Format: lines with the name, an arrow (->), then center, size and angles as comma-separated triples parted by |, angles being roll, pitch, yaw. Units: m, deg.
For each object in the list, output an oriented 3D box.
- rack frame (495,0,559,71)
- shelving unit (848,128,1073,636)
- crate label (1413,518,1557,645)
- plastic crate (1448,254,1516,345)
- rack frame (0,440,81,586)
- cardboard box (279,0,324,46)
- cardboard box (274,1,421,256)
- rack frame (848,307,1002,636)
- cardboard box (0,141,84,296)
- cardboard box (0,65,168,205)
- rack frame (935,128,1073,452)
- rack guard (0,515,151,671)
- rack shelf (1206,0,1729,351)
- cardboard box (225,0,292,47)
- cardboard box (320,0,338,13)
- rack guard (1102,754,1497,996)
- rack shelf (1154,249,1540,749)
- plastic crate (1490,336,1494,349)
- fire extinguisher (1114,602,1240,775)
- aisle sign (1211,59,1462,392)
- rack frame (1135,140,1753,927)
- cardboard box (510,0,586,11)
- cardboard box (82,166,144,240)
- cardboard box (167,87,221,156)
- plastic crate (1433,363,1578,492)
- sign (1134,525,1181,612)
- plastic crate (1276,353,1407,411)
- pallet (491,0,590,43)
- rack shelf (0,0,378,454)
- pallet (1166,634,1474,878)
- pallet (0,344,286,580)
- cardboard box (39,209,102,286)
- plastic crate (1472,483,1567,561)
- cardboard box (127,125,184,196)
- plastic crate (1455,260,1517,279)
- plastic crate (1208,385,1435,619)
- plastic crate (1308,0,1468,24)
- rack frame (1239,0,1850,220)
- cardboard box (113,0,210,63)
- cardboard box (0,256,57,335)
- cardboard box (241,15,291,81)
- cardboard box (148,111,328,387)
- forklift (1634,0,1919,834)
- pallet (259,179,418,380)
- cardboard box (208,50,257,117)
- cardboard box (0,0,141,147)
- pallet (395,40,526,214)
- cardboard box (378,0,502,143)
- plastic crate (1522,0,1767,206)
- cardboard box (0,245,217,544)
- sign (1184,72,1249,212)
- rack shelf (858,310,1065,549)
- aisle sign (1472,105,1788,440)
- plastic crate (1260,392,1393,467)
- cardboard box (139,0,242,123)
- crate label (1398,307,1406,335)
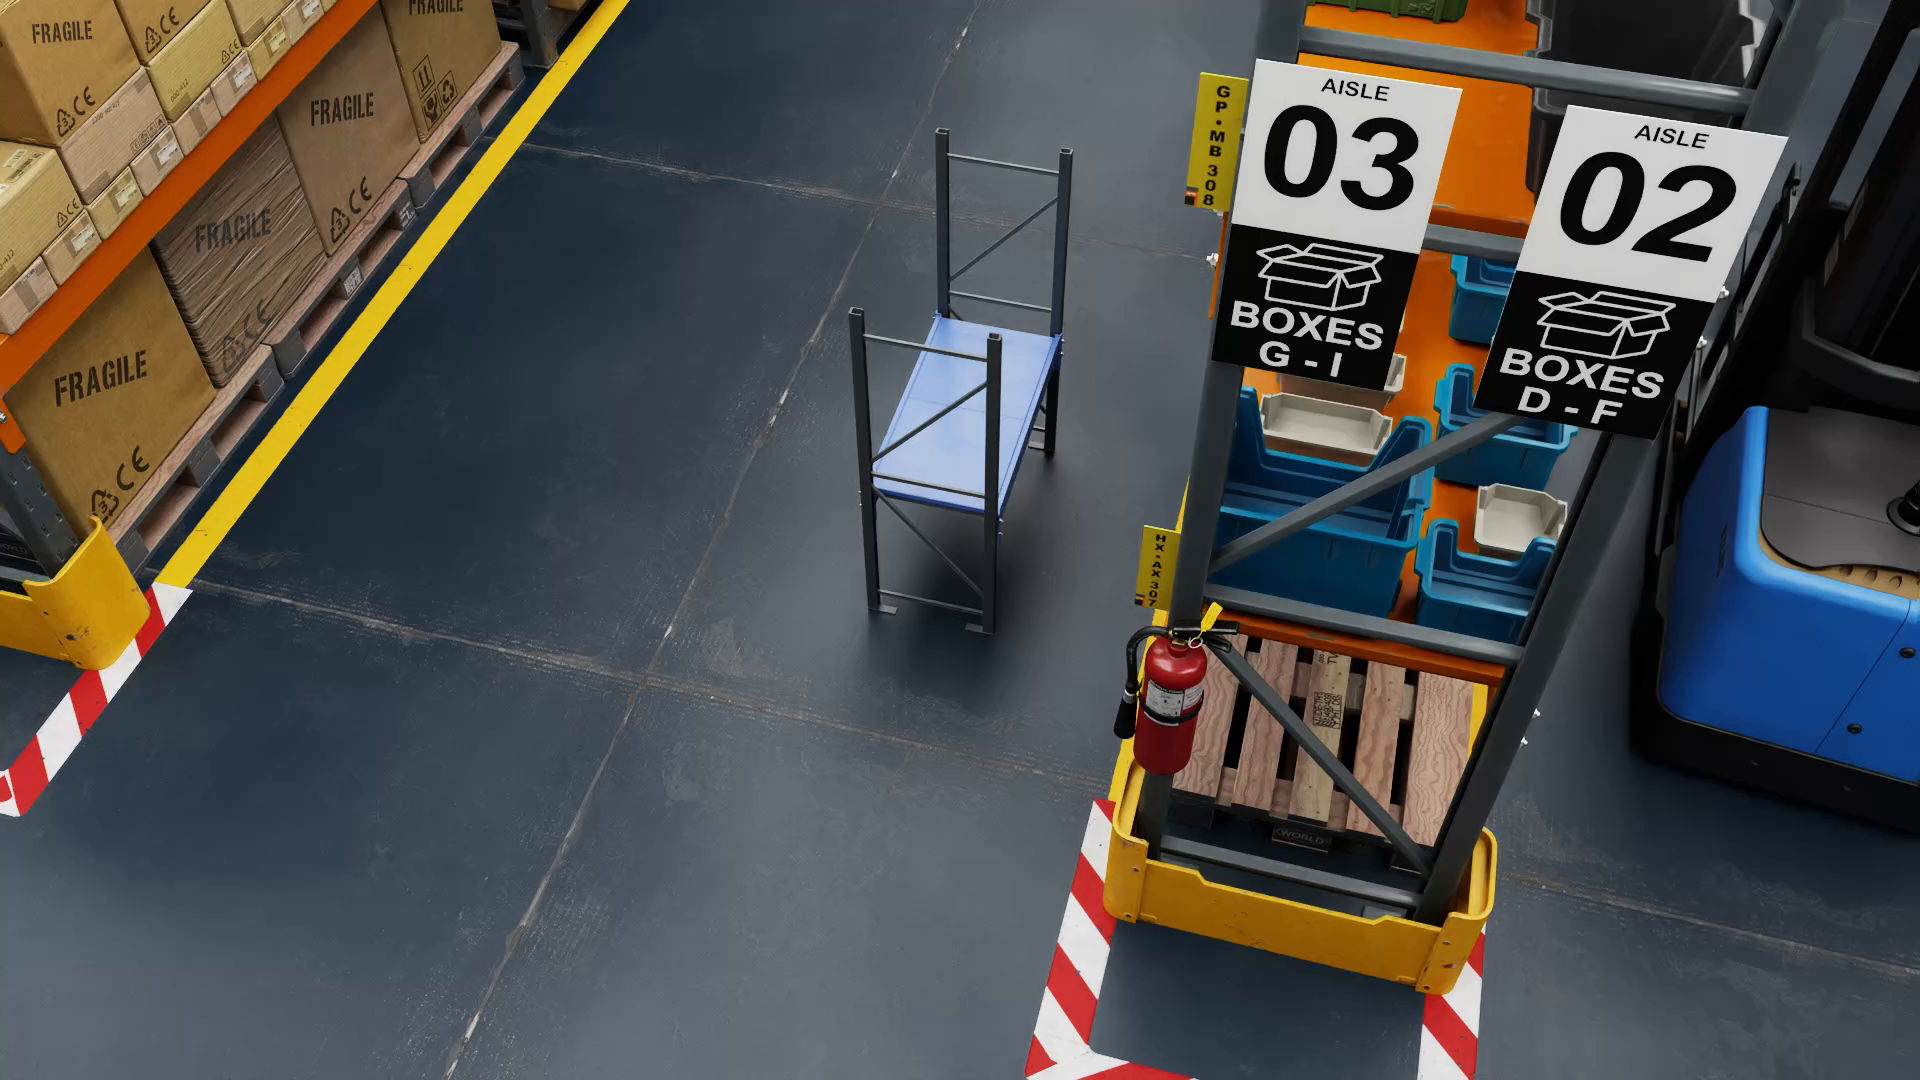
rack frame -> -2.657, -3.640, 7.881 | 1.000, 3.000, 0.127 | 12, 50, 10
shelving unit -> 0.022, -0.558, 6.161 | 0.538, 1.500, 1.048 | 12, 50, 10
crate label -> 1.451, 0.152, 4.605 | 0.416, 0.233, 0.303 | 12, 50, 10
plastic crate -> 1.797, -0.800, 5.446 | 0.416, 0.233, 0.300 | 12, 50, 10
rack frame -> -3.710, -0.747, 5.327 | 1.000, 3.000, 0.127 | 12, 50, 10
cardboard box -> -2.828, -2.158, 6.741 | 0.380, 0.149, 0.250 | 12, 50, 11
cardboard box -> -3.145, -1.963, 7.538 | 0.875, 0.875, 0.875 | 12, 50, 10
rack frame -> -0.111, -0.190, 5.836 | 0.500, 1.500, 0.032 | 12, 50, 10
cardboard box -> -3.323, -1.090, 5.531 | 0.500, 0.250, 0.500 | 10, 49, 9
cardboard box -> -3.193, -1.467, 5.864 | 0.500, 0.250, 0.500 | 11, 49, 10
rack frame -> 0.156, -0.926, 6.486 | 0.500, 1.500, 0.032 | 12, 50, 10
rack guard -> -3.717, 0.098, 6.249 | 1.175, 0.500, 0.348 | 12, 50, 10
rack shelf -> 1.594, -1.971, 4.887 | 1.077, 0.370, 4.000 | 12, 50, 10
cardboard box -> -2.925, -2.208, 6.519 | 0.500, 0.250, 0.500 | 11, 49, 9
cardboard box -> -2.760, -2.342, 6.903 | 0.380, 0.149, 0.250 | 11, 49, 9
rack guard -> 1.074, 1.078, 5.384 | 1.175, 0.500, 0.348 | 12, 50, 10
rack shelf -> 1.594, -0.978, 6.011 | 1.077, 0.370, 4.000 | 12, 50, 10
plastic crate -> 1.793, -0.522, 5.265 | 0.250, 0.136, 0.298 | 12, 50, 10
fire extinguisher -> 0.590, 0.399, 4.616 | 0.296, 0.674, 0.183 | 12, 50, 10
aisle sign -> 0.766, -0.635, 3.495 | 0.394, 0.787, 0.004 | 12, 50, 10
rack frame -> 1.068, 0.231, 4.465 | 1.000, 3.000, 0.127 | 12, 50, 10
cardboard box -> -2.508, -3.543, 8.932 | 1.225, 0.875, 0.875 | 12, 50, 10
cardboard box -> -3.165, -1.227, 5.918 | 0.380, 0.149, 0.250 | 11, 49, 9
cardboard box -> -3.030, -1.599, 6.247 | 0.380, 0.149, 0.250 | 11, 49, 9
plastic crate -> 1.624, -0.324, 5.026 | 0.416, 0.233, 0.300 | 12, 50, 10
sign -> 0.533, 0.080, 4.489 | 0.100, 0.325, 0.005 | 12, 50, 10
plastic crate -> 1.198, -0.534, 5.276 | 0.396, 0.136, 0.243 | 12, 50, 10
pallet -> -2.527, -3.290, 9.432 | 1.003, 0.211, 1.213 | 12, 50, 10
rack shelf -> -3.184, -1.955, 6.874 | 1.077, 0.370, 4.000 | 12, 50, 10
pallet -> 1.323, 0.564, 6.030 | 1.003, 0.211, 1.213 | 12, 50, 10
pallet -> -3.575, -0.418, 6.897 | 1.003, 0.211, 1.213 | 12, 50, 10
cardboard box -> -3.232, -1.041, 5.755 | 0.380, 0.149, 0.250 | 11, 49, 9
plastic crate -> 1.615, -0.031, 4.832 | 0.250, 0.136, 0.298 | 12, 50, 10
cardboard box -> -3.098, -1.415, 6.085 | 0.380, 0.149, 0.250 | 11, 49, 9
plastic crate -> 1.876, -1.017, 5.637 | 0.416, 0.233, 0.300 | 12, 50, 10
plastic crate -> 0.976, -0.080, 4.675 | 0.616, 0.435, 0.499 | 12, 50, 10
plastic crate -> 1.052, -1.462, 4.099 | 0.450, 0.188, 0.336 | 12, 50, 10
rack frame -> 1.068, -1.755, 2.215 | 1.000, 3.000, 0.127 | 12, 50, 10
cardboard box -> -3.061, -2.075, 5.901 | 0.500, 0.500, 0.500 | 10, 49, 9
cardboard box -> -3.298, -0.855, 5.591 | 0.380, 0.149, 0.250 | 12, 50, 10
cardboard box -> -2.895, -1.968, 6.573 | 0.380, 0.149, 0.250 | 10, 49, 9
cardboard box -> -3.379, -1.320, 6.970 | 0.875, 0.875, 0.875 | 12, 50, 10
forklift -> 3.413, -1.093, 5.679 | 1.130, 2.935, 3.031 | 16, 50, 13
pallet -> -3.252, -1.298, 7.673 | 1.003, 0.211, 1.213 | 12, 50, 10
cardboard box -> -2.962, -1.786, 6.412 | 0.380, 0.149, 0.250 | 11, 50, 10
cardboard box -> -3.192, -1.699, 5.570 | 0.500, 0.500, 0.500 | 10, 49, 9
pallet -> -2.933, -2.183, 8.455 | 1.003, 0.211, 1.213 | 12, 50, 10
cardboard box -> -2.908, -2.614, 8.113 | 0.875, 0.875, 0.875 | 12, 50, 10
plastic crate -> 1.438, -0.942, 3.586 | 0.497, 0.269, 0.590 | 12, 50, 10
cardboard box -> -3.619, -0.661, 6.389 | 0.875, 0.875, 0.875 | 12, 50, 10
sign -> 0.533, -0.824, 3.465 | 0.100, 0.325, 0.005 | 12, 50, 10
rack shelf -> 0.022, -0.439, 6.296 | 0.538, 0.185, 1.000 | 12, 50, 10
aisle sign -> 1.336, -0.519, 3.392 | 0.394, 0.787, 0.004 | 12, 50, 10
plastic crate -> 1.108, -0.328, 5.093 | 0.396, 0.136, 0.243 | 12, 50, 10
cardboard box -> -3.057, -1.830, 6.185 | 0.500, 0.250, 0.500 | 10, 49, 9
crate label -> 1.248, -0.741, 5.458 | 0.396, 0.136, 0.243 | 12, 50, 10
